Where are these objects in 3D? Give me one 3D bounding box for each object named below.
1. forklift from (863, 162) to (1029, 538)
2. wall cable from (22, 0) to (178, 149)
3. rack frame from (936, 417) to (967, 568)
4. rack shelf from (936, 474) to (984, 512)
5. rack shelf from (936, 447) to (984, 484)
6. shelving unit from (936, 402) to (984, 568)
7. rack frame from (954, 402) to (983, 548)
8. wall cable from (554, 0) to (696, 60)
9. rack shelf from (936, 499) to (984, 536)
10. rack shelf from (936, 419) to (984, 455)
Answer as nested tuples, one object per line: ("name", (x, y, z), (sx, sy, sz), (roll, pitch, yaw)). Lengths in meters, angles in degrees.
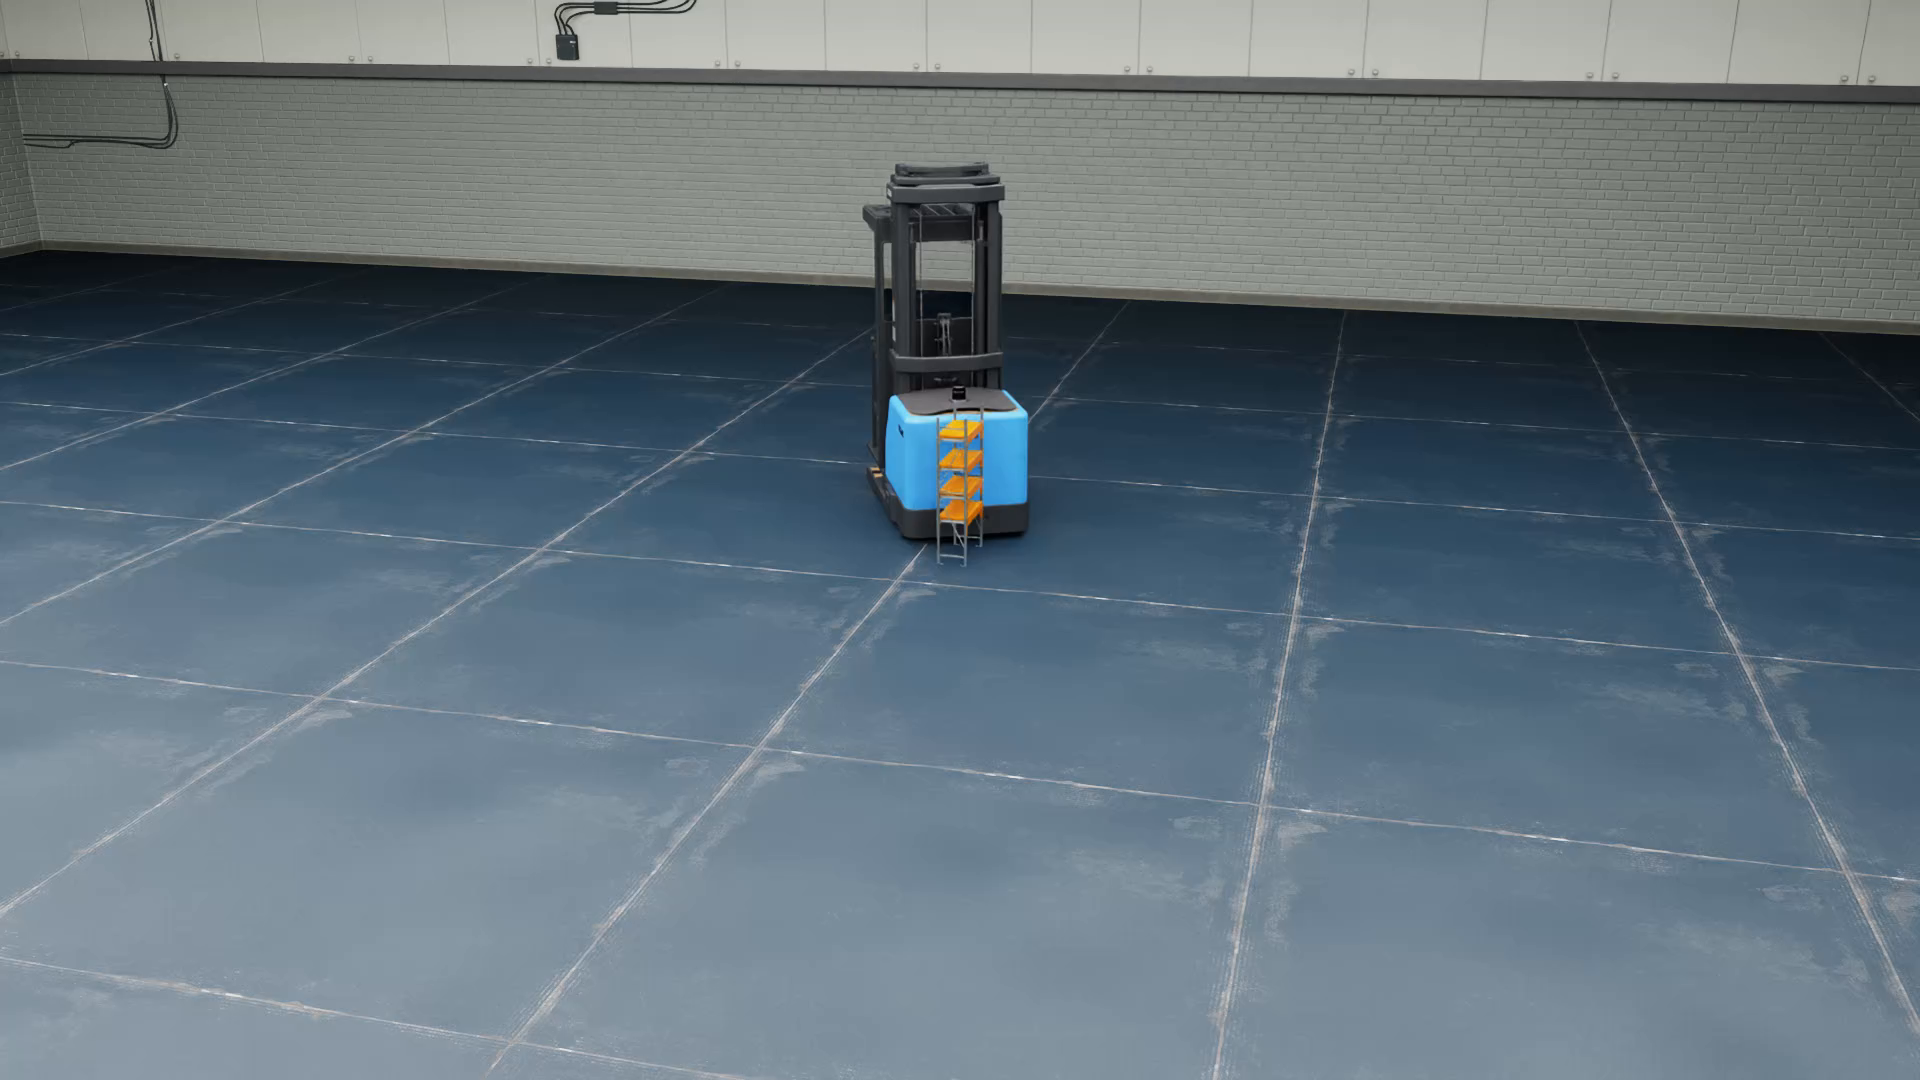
("forklift", (-0.232, -1.838, 14.534), (1.130, 2.935, 3.031), (-4, 19, -11))
("wall cable", (-14.048, -7.563, 26.712), (3.097, 2.526, 0.112), (5, 19, 13))
("rack frame", (-0.062, -0.363, 12.893), (0.240, 1.200, 0.015), (5, 20, 15))
("rack shelf", (0.002, -0.375, 13.137), (0.258, 0.148, 0.480), (5, 20, 15))
("rack shelf", (0.002, -0.587, 13.065), (0.258, 0.148, 0.480), (5, 20, 15))
("shelving unit", (0.002, -0.439, 13.116), (0.258, 1.200, 0.503), (5, 20, 15))
("rack frame", (0.067, -0.515, 13.338), (0.240, 1.200, 0.015), (5, 20, 15))
("wall cable", (-4.846, -9.887, 23.451), (2.305, 6.003, 0.169), (5, 19, 13))
("rack shelf", (0.002, -0.187, 13.202), (0.258, 0.148, 0.480), (5, 20, 15))
("rack shelf", (0.002, -0.811, 12.989), (0.258, 0.148, 0.480), (5, 20, 15))
